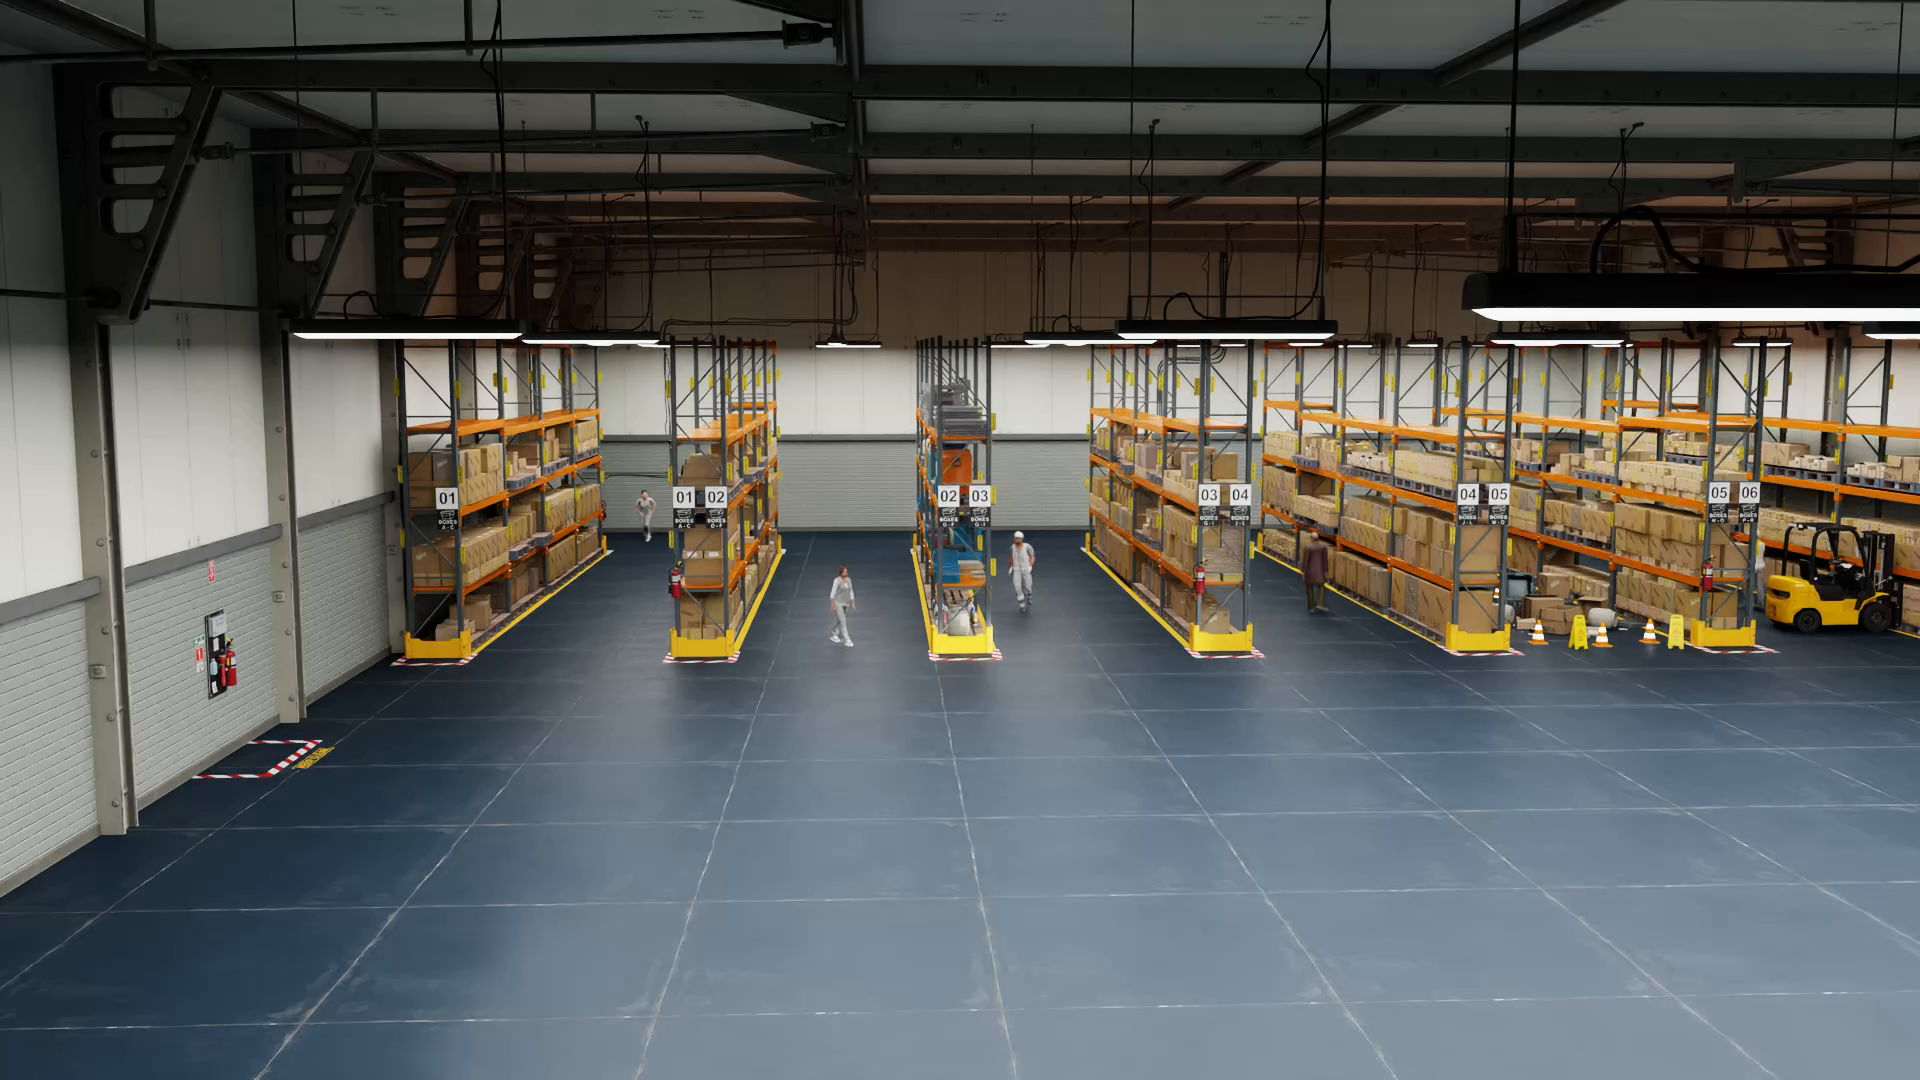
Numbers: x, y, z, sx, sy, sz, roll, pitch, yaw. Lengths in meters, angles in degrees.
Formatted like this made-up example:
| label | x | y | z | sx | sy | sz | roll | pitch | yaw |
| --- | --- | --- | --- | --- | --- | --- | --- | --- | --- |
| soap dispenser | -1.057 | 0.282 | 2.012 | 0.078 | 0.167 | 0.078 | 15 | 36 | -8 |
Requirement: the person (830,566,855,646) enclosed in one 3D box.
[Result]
| label | x | y | z | sx | sy | sz | roll | pitch | yaw |
| --- | --- | --- | --- | --- | --- | --- | --- | --- | --- |
| person | -2.268 | 1.270 | 32.336 | 0.950 | 1.529 | 0.444 | 6 | 9 | 44 |

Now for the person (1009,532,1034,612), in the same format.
| label | x | y | z | sx | sy | sz | roll | pitch | yaw |
| --- | --- | --- | --- | --- | --- | --- | --- | --- | --- |
| person | 1.366 | 0.676 | 36.833 | 0.586 | 1.756 | 0.679 | 1 | 7 | 11 |

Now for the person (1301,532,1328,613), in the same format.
| label | x | y | z | sx | sy | sz | roll | pitch | yaw |
| --- | --- | --- | --- | --- | --- | --- | --- | --- | --- |
| person | 7.771 | 0.712 | 36.427 | 0.612 | 1.776 | 0.610 | 0 | 6 | -3 |

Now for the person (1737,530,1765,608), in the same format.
| label | x | y | z | sx | sy | sz | roll | pitch | yaw |
| --- | --- | --- | --- | --- | --- | --- | --- | --- | --- |
| person | 17.766 | 0.662 | 37.092 | 0.537 | 1.802 | 0.604 | -2 | 7 | -14 |

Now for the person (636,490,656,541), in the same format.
| label | x | y | z | sx | sy | sz | roll | pitch | yaw |
| --- | --- | --- | --- | --- | --- | --- | --- | --- | --- |
| person | -9.446 | -0.738 | 50.047 | 0.552 | 1.574 | 0.696 | 1 | 7 | 5 |
